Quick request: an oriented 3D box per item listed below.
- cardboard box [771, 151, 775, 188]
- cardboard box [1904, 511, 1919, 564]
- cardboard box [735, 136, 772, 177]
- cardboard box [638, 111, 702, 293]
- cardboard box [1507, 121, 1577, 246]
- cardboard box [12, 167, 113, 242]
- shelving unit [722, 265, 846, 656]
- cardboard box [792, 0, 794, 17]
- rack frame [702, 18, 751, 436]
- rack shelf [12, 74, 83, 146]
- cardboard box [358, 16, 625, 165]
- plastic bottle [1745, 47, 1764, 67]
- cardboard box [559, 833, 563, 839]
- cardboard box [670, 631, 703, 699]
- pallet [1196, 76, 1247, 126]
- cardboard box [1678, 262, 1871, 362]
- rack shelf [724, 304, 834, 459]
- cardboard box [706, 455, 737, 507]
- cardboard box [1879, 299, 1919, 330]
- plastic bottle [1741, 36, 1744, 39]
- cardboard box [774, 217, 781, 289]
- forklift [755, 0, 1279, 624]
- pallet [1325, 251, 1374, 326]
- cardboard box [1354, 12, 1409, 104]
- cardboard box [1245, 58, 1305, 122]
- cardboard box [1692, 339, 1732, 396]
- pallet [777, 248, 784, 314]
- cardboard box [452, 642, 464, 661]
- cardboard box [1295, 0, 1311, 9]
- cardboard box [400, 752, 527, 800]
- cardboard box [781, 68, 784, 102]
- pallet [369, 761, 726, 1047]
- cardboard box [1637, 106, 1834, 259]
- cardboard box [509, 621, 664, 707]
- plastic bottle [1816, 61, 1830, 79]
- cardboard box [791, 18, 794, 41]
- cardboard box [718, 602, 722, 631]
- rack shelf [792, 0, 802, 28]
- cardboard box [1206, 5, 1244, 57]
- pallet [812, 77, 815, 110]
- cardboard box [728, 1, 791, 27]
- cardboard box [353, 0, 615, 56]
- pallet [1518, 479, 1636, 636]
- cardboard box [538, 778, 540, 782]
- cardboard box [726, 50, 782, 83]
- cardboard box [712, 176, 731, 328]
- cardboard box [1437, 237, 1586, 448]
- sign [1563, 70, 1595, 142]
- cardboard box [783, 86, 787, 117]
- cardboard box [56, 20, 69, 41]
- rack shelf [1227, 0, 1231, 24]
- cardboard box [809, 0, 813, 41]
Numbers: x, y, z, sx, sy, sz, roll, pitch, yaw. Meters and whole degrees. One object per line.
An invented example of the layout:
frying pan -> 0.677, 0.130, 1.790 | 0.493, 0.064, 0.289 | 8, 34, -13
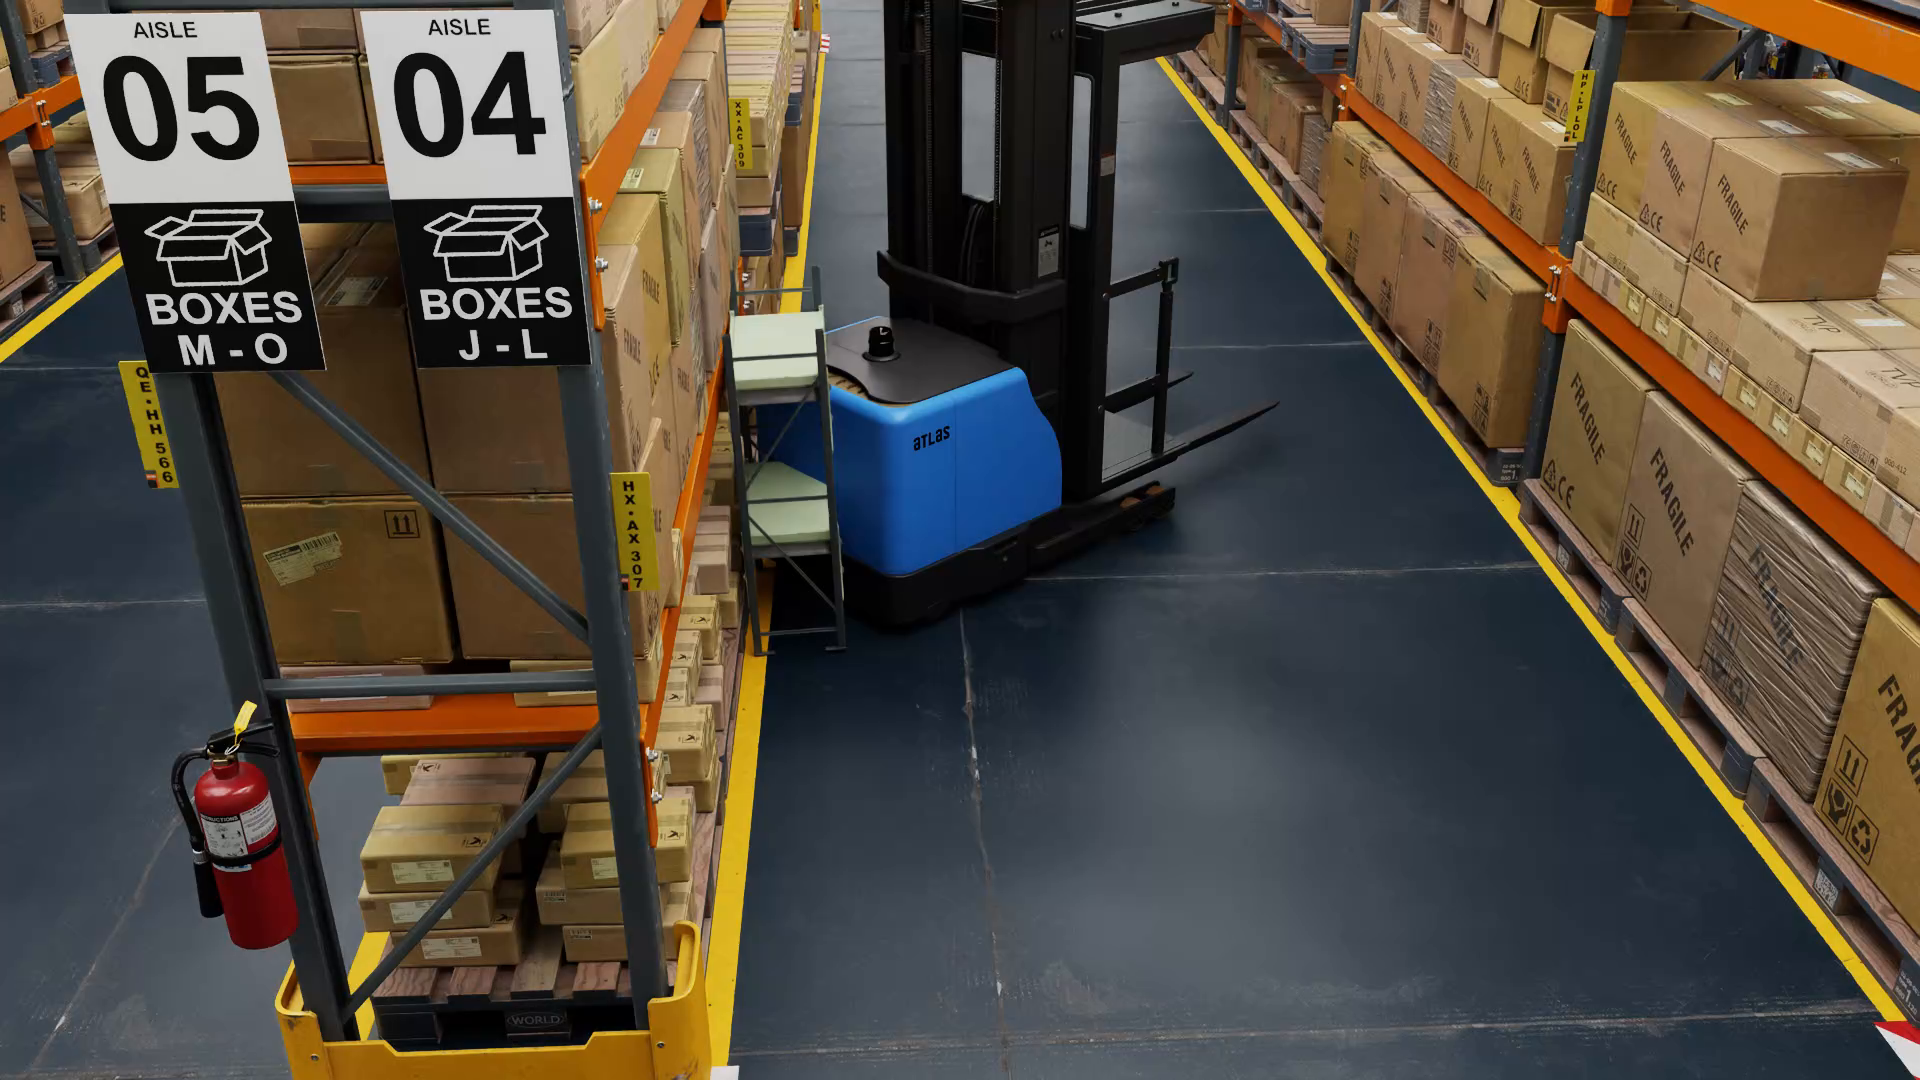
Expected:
cardboard box -> -1.136, -1.864, 8.397 | 0.380, 0.149, 0.250 | -1, 28, -2
cardboard box -> 3.238, 0.025, 5.231 | 0.380, 0.149, 0.250 | -1, 28, -3
cardboard box -> -1.116, -1.868, 8.083 | 0.380, 0.149, 0.250 | -1, 28, -2
cardboard box -> -1.172, -1.163, 5.725 | 0.500, 0.500, 0.500 | -2, 28, -4
cardboard box -> 3.107, -1.795, 8.339 | 0.500, 0.500, 0.500 | -1, 28, -2
cardboard box -> -6.721, -2.431, 12.055 | 0.950, 0.372, 0.625 | -3, 28, -6
shelving unit -> -0.754, -0.342, 7.237 | 0.431, 1.500, 0.755 | -4, 29, -4
cardboard box -> -1.625, -4.505, 13.537 | 0.500, 0.500, 0.500 | -1, 28, -2
rack frame -> -1.554, -1.468, 7.821 | 1.000, 3.000, 0.127 | -1, 28, -3
rack shelf -> -6.806, -3.754, 12.981 | 1.077, 0.370, 4.000 | -1, 28, -3
cardboard box -> -1.114, -1.098, 4.029 | 0.500, 0.250, 0.500 | 0, 28, -1
plastic bottle -> 8.126, -4.994, 17.050 | 0.152, 0.276, 0.135 | -1, 28, -3
cardboard box -> -1.149, 1.089, 5.548 | 0.380, 0.149, 0.250 | -1, 28, -3
cardboard box -> -1.154, 0.459, 6.113 | 0.380, 0.149, 0.250 | 0, 28, -1
pallet -> 2.916, -4.308, 16.282 | 1.003, 0.211, 1.213 | -1, 28, -3
cardboard box -> 3.221, -0.914, 6.600 | 0.500, 0.250, 0.500 | -1, 28, -1
rack shelf -> -0.764, -0.682, 7.046 | 0.431, 0.370, 0.720 | -4, 29, -4
cardboard box -> -1.203, -0.264, 7.498 | 0.380, 0.149, 0.250 | -2, 28, -3
cardboard box -> 3.769, -0.700, 6.189 | 0.500, 0.250, 0.500 | -2, 28, -4
plastic bottle -> 8.250, -5.171, 17.391 | 0.152, 0.276, 0.135 | -2, 28, -4
cardboard box -> -1.445, -1.856, 10.813 | 0.500, 0.500, 0.500 | 0, 28, -1
forklift -> 0.454, -1.501, 7.958 | 3.031, 2.935, 1.130 | -24, 36, -38
pallet -> 3.161, -1.786, 11.446 | 1.003, 0.211, 1.213 | -1, 28, -3
cardboard box -> 2.949, -3.202, 11.037 | 0.500, 0.500, 0.500 | -1, 28, -1
cardboard box -> 2.997, -4.038, 14.976 | 0.700, 0.500, 0.500 | -3, 28, -7
cardboard box -> 3.155, -0.686, 6.594 | 0.380, 0.149, 0.250 | -1, 28, -2
pallet -> -1.724, -1.718, 11.315 | 1.003, 0.211, 1.213 | -1, 28, -3
cardboard box -> -1.620, 0.231, 4.835 | 0.380, 0.149, 0.250 | -1, 28, -3
cardboard box -> 2.838, -4.278, 12.901 | 0.396, 0.266, 0.258 | -2, 28, -4
cardboard box -> -1.687, 0.848, 5.687 | 0.380, 0.149, 0.250 | -2, 28, -5
cardboard box -> -1.200, -2.590, 9.468 | 0.380, 0.149, 0.250 | -2, 28, -4
pallet -> -1.357, 1.205, 5.712 | 1.003, 0.211, 1.213 | -1, 28, -3
cardboard box -> 3.192, -1.484, 6.881 | 0.500, 0.500, 0.500 | -1, 28, -3
cardboard box -> -1.035, 0.333, 4.639 | 0.380, 0.149, 0.250 | -2, 28, -3
plastic bottle -> 8.354, -4.498, 16.105 | 0.097, 0.271, 0.097 | 0, 28, 0
cardboard box -> -1.283, -3.305, 10.838 | 0.380, 0.149, 0.250 | -1, 28, -2
cardboard box -> -1.193, 0.383, 6.901 | 0.380, 0.149, 0.250 | -1, 28, -2
rack shelf -> -1.868, -3.920, 13.300 | 1.077, 0.370, 4.000 | -1, 28, -3
cardboard box -> 2.872, -5.307, 17.431 | 0.500, 0.500, 0.500 | 1, 28, 2
pallet -> -1.934, -4.279, 16.226 | 1.003, 0.211, 1.213 | -1, 28, -3
cardboard box -> -1.269, -3.322, 10.551 | 0.380, 0.149, 0.250 | -2, 28, -3
cardboard box -> -1.110, -1.319, 3.914 | 0.500, 0.250, 0.500 | -1, 28, -2
pallet -> 3.366, 0.048, 7.929 | 1.003, 0.211, 1.213 | -1, 28, -3
cardboard box -> -1.650, 0.865, 5.977 | 0.380, 0.149, 0.250 | -1, 28, -2
cardboard box -> -1.184, -2.597, 9.159 | 0.380, 0.149, 0.250 | 0, 28, -1
cardboard box -> -1.221, -1.188, 6.854 | 0.500, 0.500, 0.500 | -2, 28, -4
cardboard box -> 3.351, -1.080, 8.921 | 1.225, 0.875, 0.875 | -1, 28, -2
sign -> 2.863, -2.002, 7.678 | 0.100, 0.325, 0.005 | -1, 28, -3
cardboard box -> -1.217, -2.581, 9.772 | 0.380, 0.149, 0.250 | -1, 28, -1
cardboard box -> -6.482, -3.637, 11.798 | 0.380, 0.149, 0.250 | -3, 28, -6
rack shelf -> 2.882, -5.840, 16.982 | 1.077, 0.370, 4.000 | -1, 28, -3
cardboard box -> -2.080, -5.942, 18.243 | 0.875, 0.875, 0.875 | -1, 28, -2
